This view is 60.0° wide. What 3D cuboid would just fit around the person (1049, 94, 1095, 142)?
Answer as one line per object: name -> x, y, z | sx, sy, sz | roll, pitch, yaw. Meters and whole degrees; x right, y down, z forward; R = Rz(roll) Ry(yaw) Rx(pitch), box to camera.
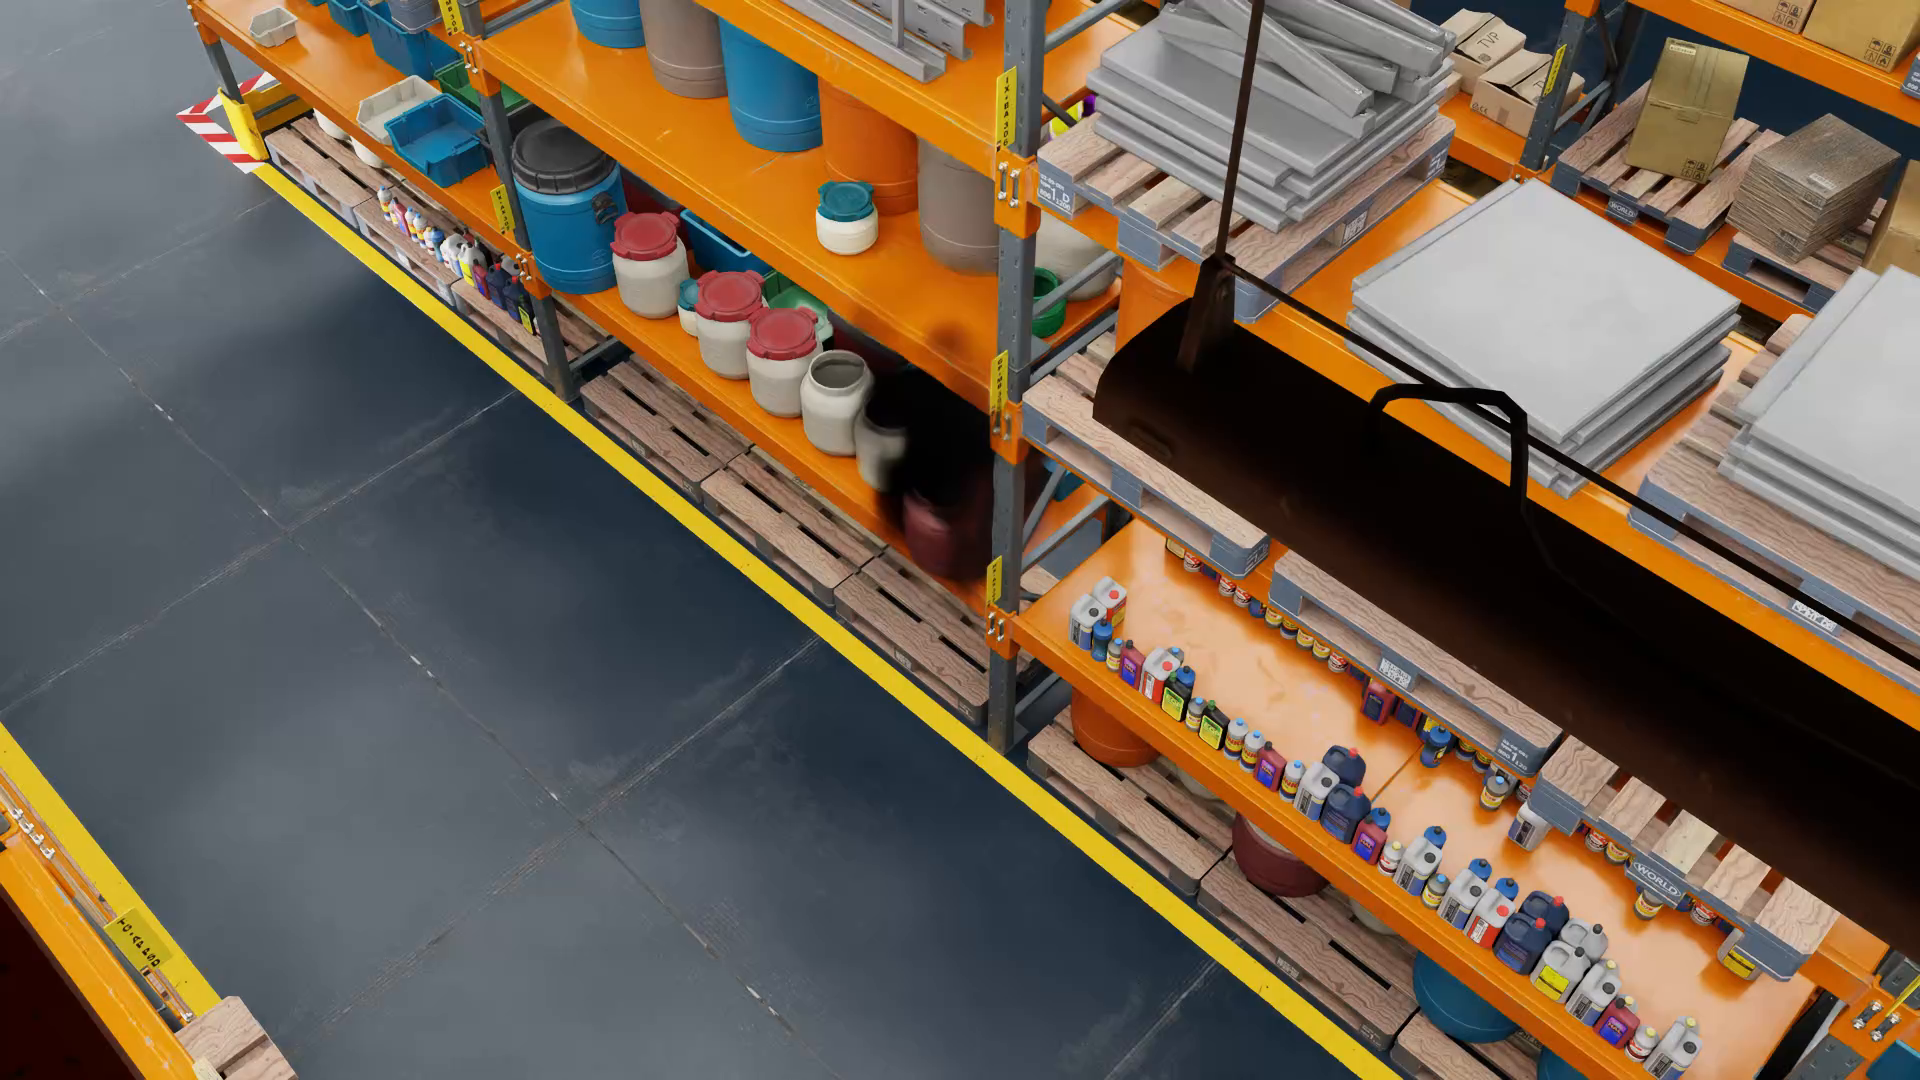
person -> 0.541, -2.329, 10.857 | 0.743, 1.886, 0.670 | 21, 53, 17
